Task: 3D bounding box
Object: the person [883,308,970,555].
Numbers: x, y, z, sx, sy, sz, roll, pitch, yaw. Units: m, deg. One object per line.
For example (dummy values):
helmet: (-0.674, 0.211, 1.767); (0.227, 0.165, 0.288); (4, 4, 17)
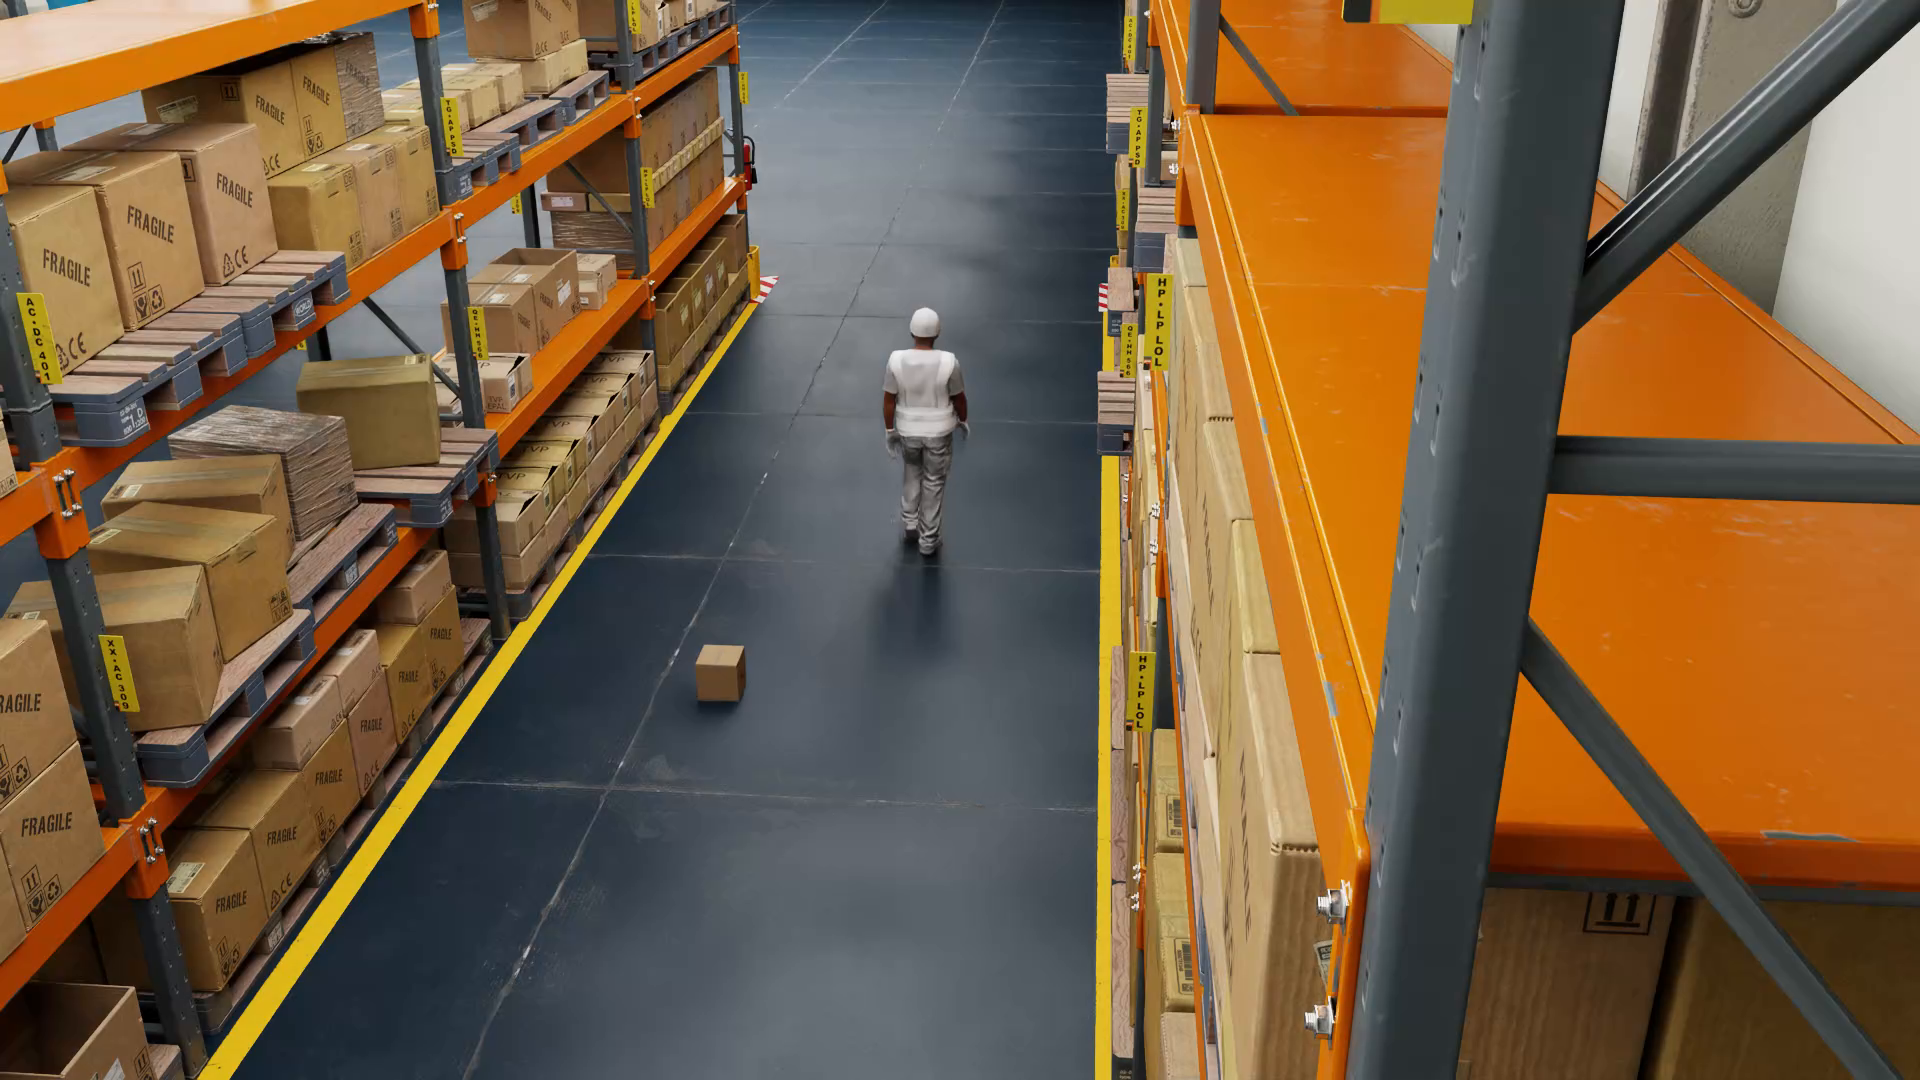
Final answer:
person: (-0.226, -0.765, 11.698); (0.553, 1.839, 0.490); (5, 25, 11)
